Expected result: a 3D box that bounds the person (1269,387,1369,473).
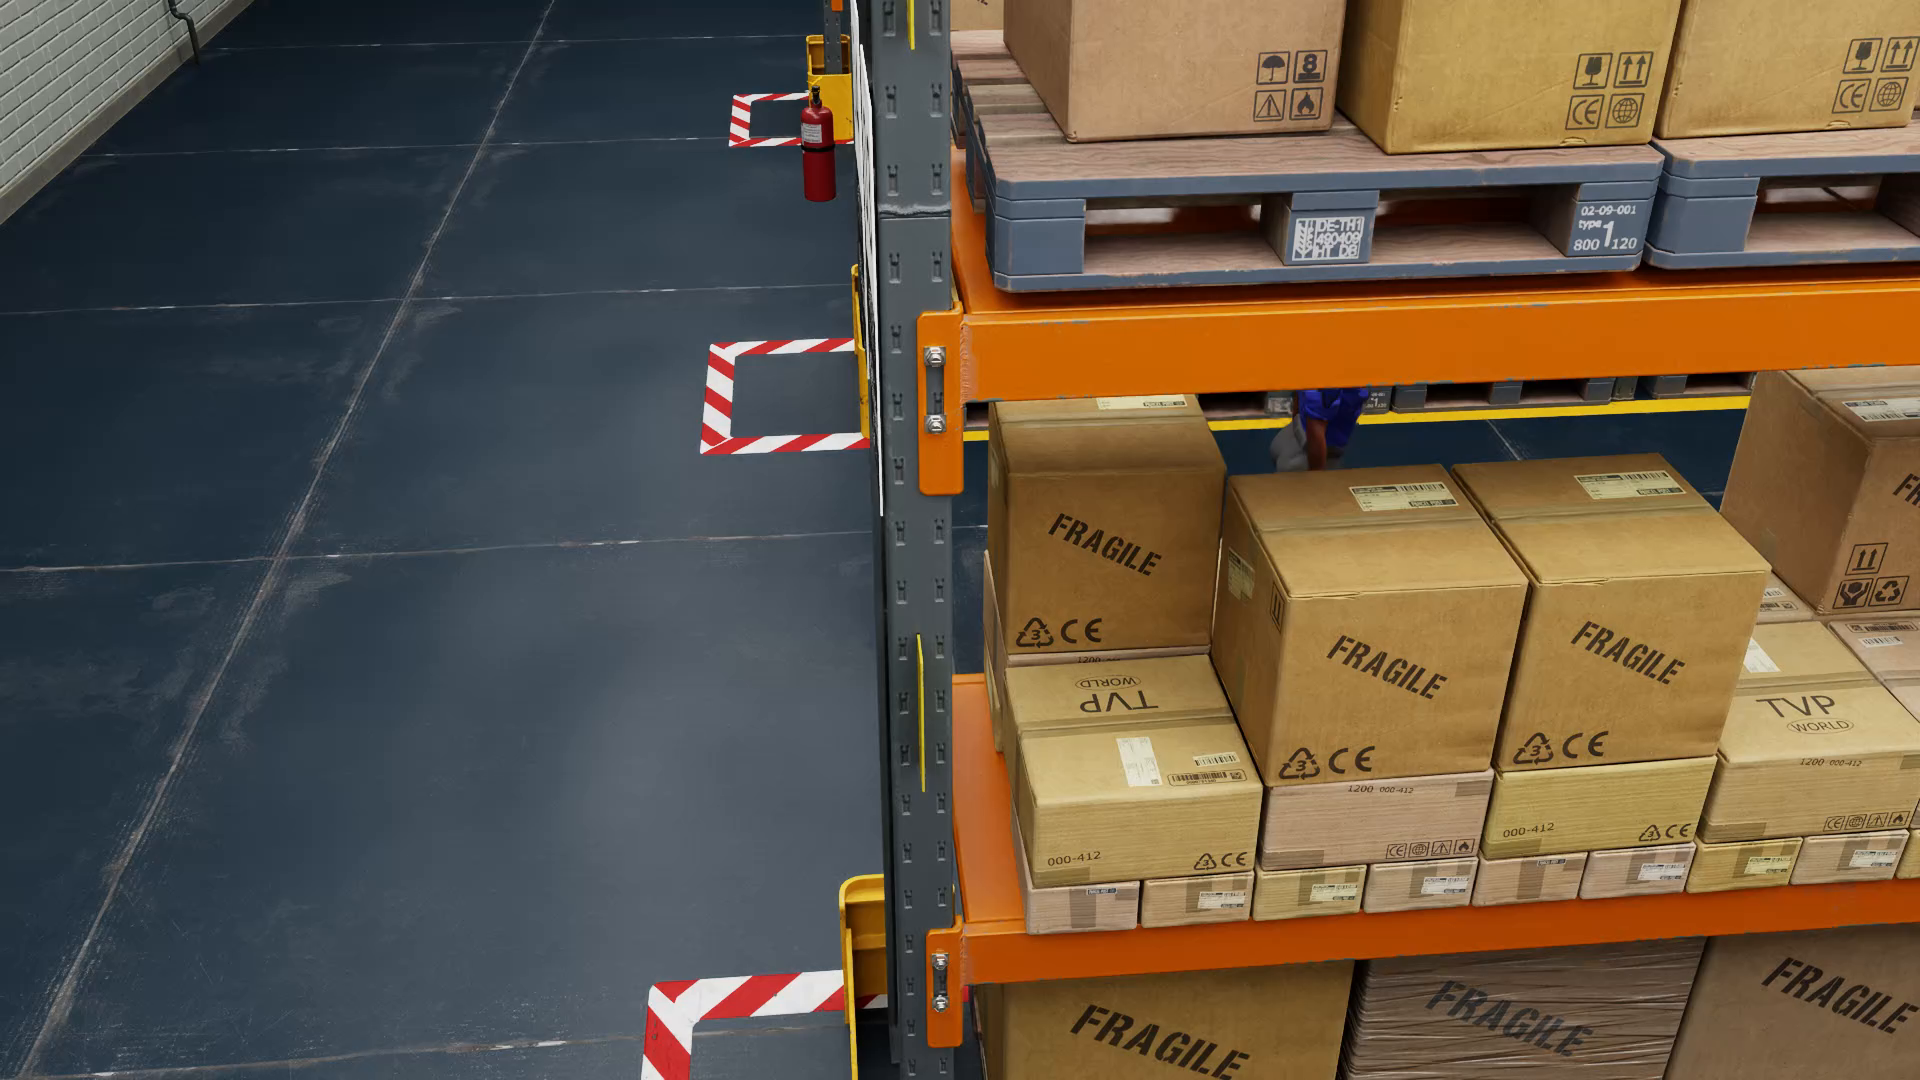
[{"bbox_3d":[1.307,-0.290,6.599,0.513,1.643,0.482,1,31,1],"label":"person"}]
